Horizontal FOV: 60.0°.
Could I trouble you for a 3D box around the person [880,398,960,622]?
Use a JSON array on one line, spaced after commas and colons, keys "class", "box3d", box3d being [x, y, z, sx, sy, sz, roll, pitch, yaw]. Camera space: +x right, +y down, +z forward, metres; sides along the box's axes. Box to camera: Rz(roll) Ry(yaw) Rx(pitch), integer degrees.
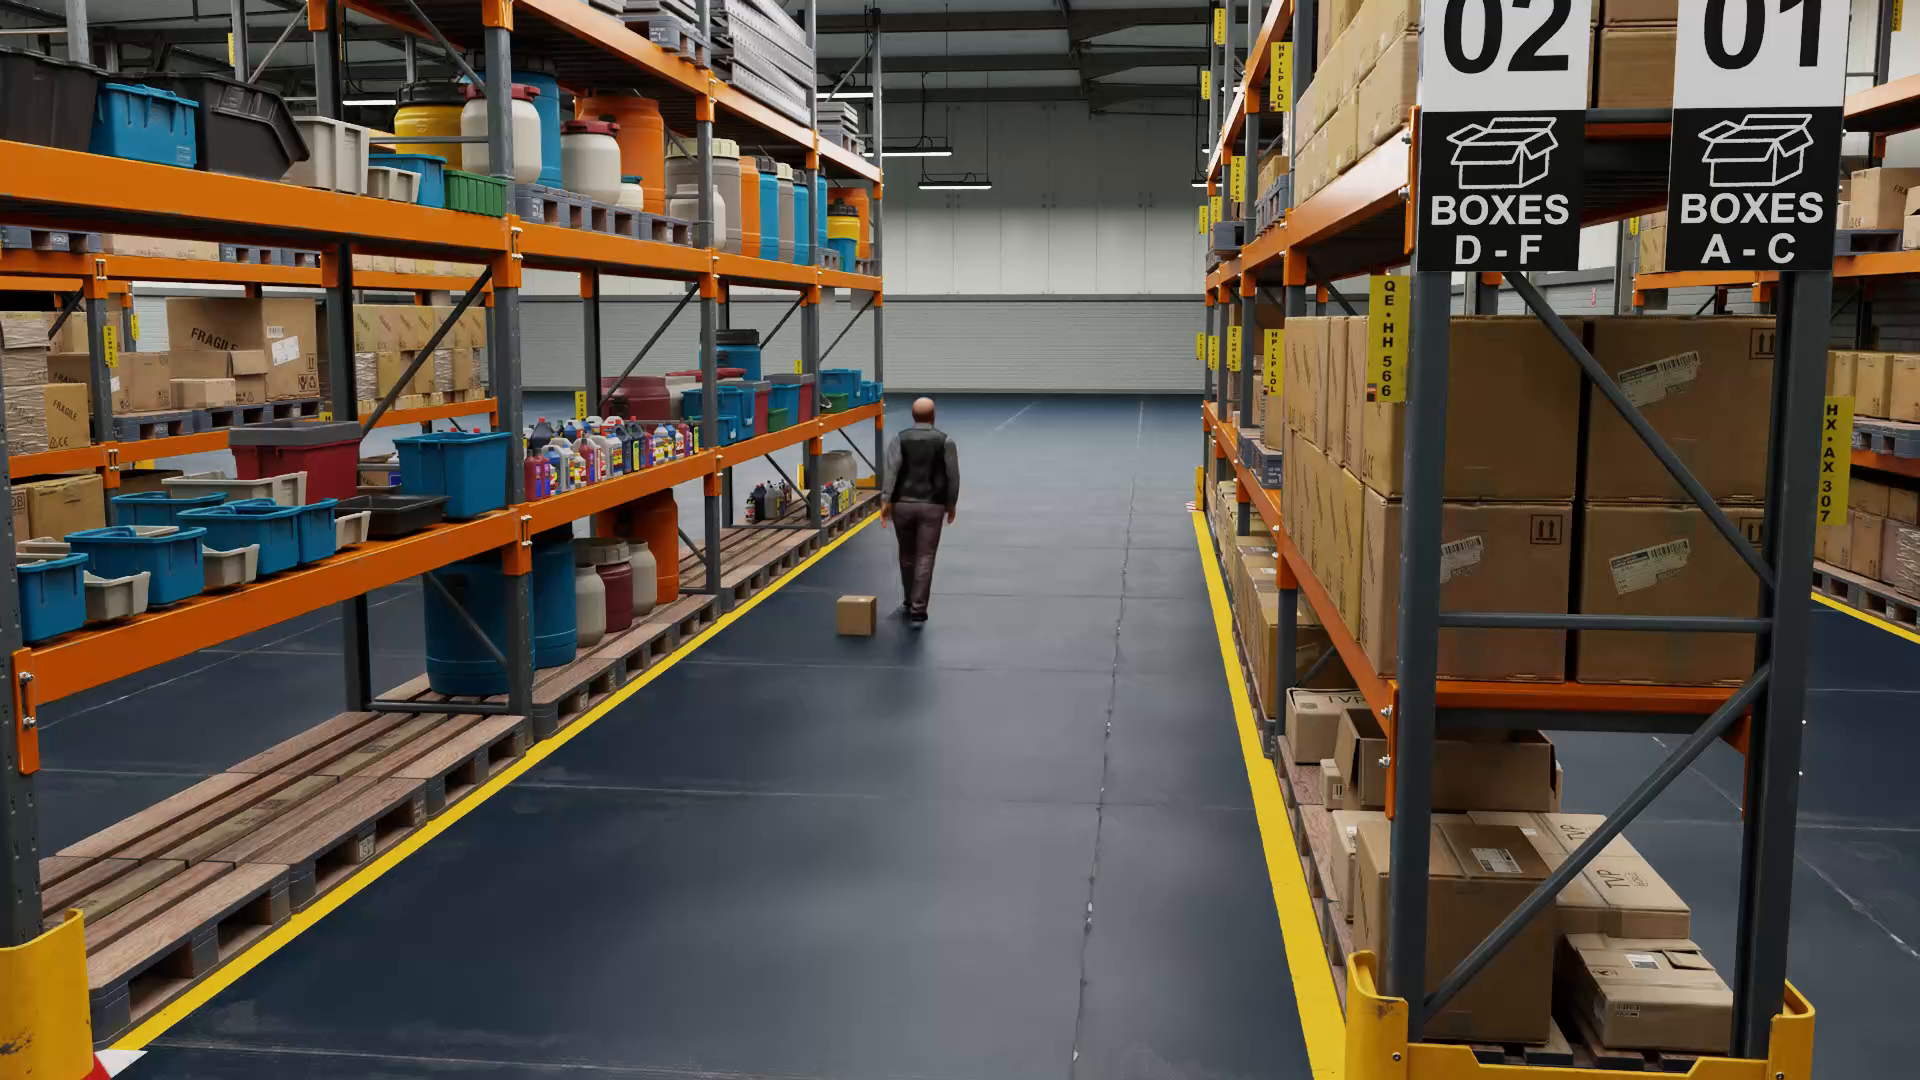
[{"class": "person", "box3d": [-0.283, -0.254, 12.721, 0.567, 1.665, 0.971, 1, 8, 10]}]
